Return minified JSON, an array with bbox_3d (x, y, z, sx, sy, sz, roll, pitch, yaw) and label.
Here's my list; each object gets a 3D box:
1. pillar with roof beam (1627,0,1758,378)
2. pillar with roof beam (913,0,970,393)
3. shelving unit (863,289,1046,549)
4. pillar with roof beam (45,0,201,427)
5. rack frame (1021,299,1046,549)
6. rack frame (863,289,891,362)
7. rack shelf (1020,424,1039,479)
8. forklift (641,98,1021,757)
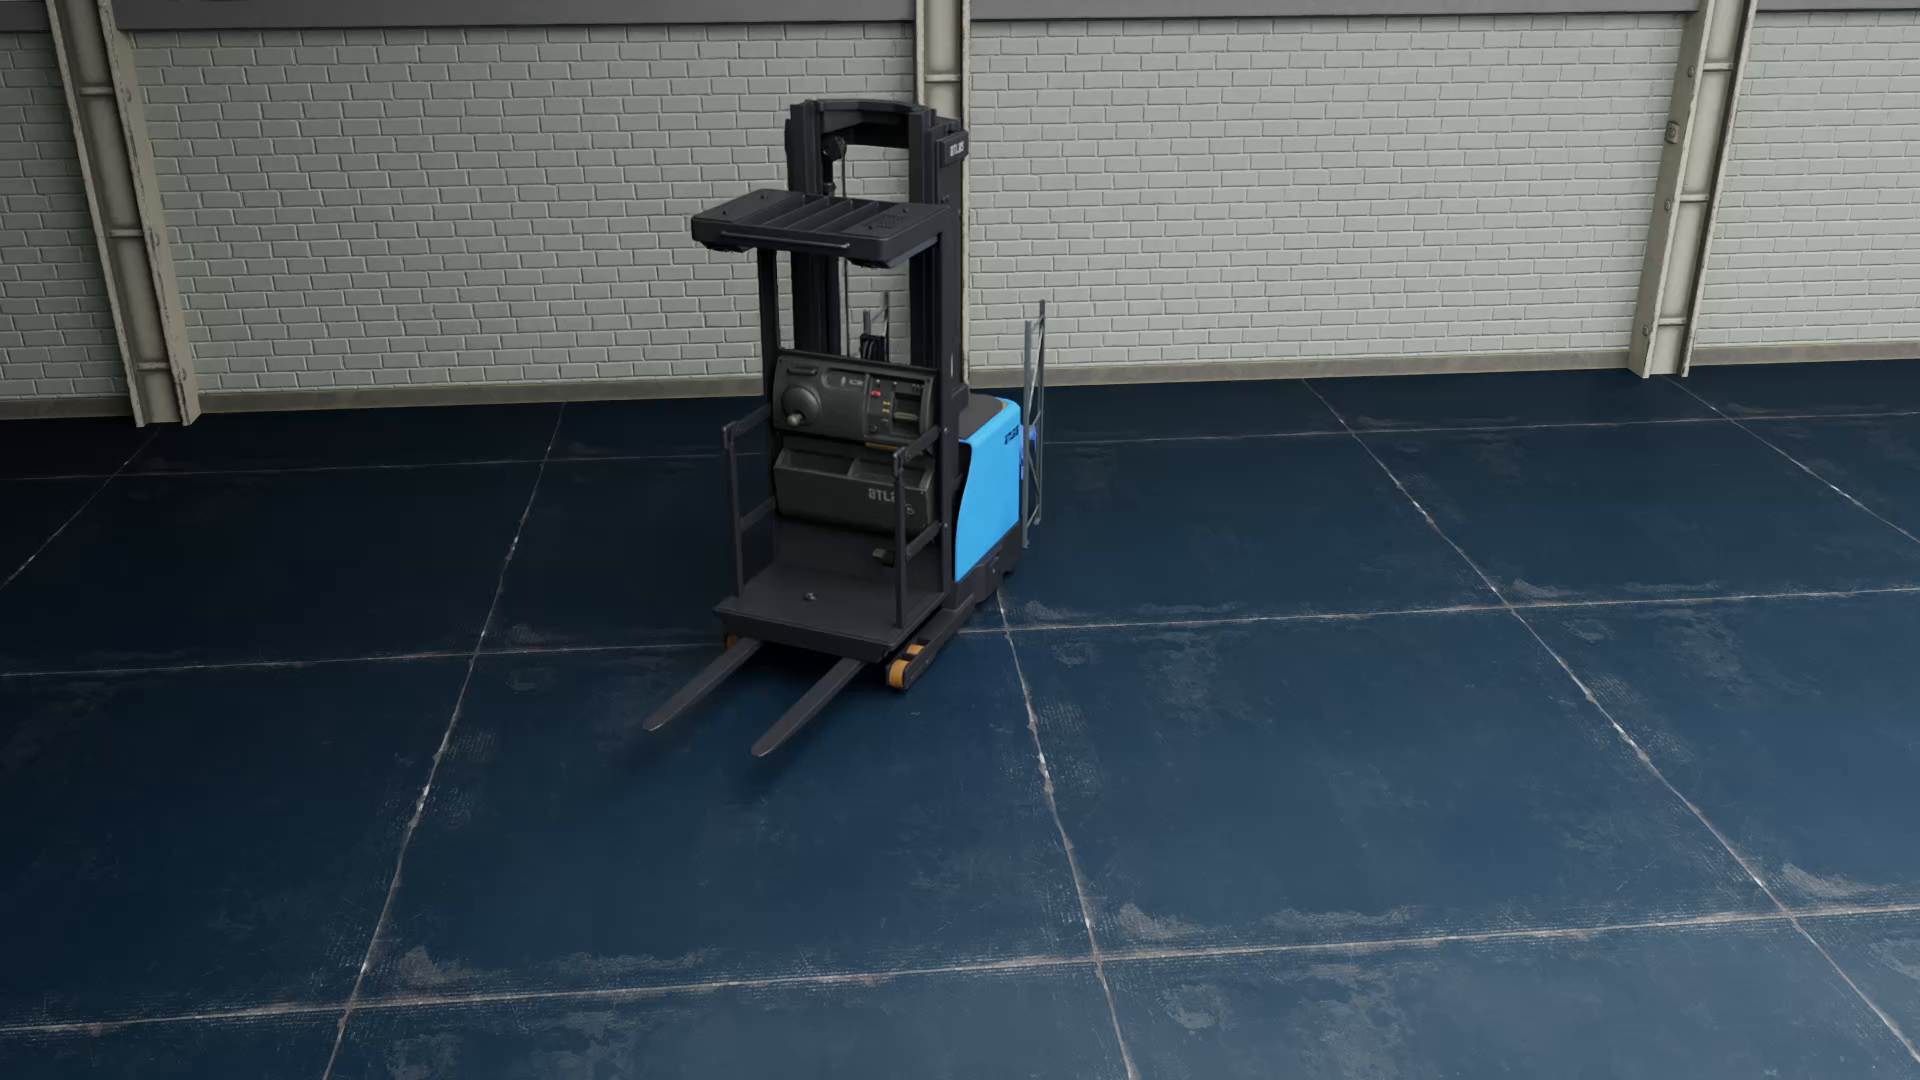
[{"bbox_3d":[6.257,-3.784,8.183,0.400,9.000,9.100,-2,24,-5],"label":"pillar with roof beam"},{"bbox_3d":[0.286,-3.544,7.644,0.400,9.000,9.100,-2,24,-5],"label":"pillar with roof beam"},{"bbox_3d":[-0.028,-0.780,10.658,1.048,1.500,0.538,6,25,13],"label":"shelving unit"},{"bbox_3d":[-5.685,-3.305,7.105,0.400,9.000,9.100,-2,24,-5],"label":"pillar with roof beam"},{"bbox_3d":[0.465,-0.730,10.547,0.032,1.500,0.500,6,25,13],"label":"rack frame"},{"bbox_3d":[-0.522,-0.829,10.768,0.032,1.500,0.500,6,25,13],"label":"rack frame"},{"bbox_3d":[-0.028,-0.615,10.731,1.000,0.185,0.538,6,25,13],"label":"rack shelf"},{"bbox_3d":[-0.663,-0.727,8.777,1.130,2.935,3.031,10,26,21],"label":"forklift"}]
